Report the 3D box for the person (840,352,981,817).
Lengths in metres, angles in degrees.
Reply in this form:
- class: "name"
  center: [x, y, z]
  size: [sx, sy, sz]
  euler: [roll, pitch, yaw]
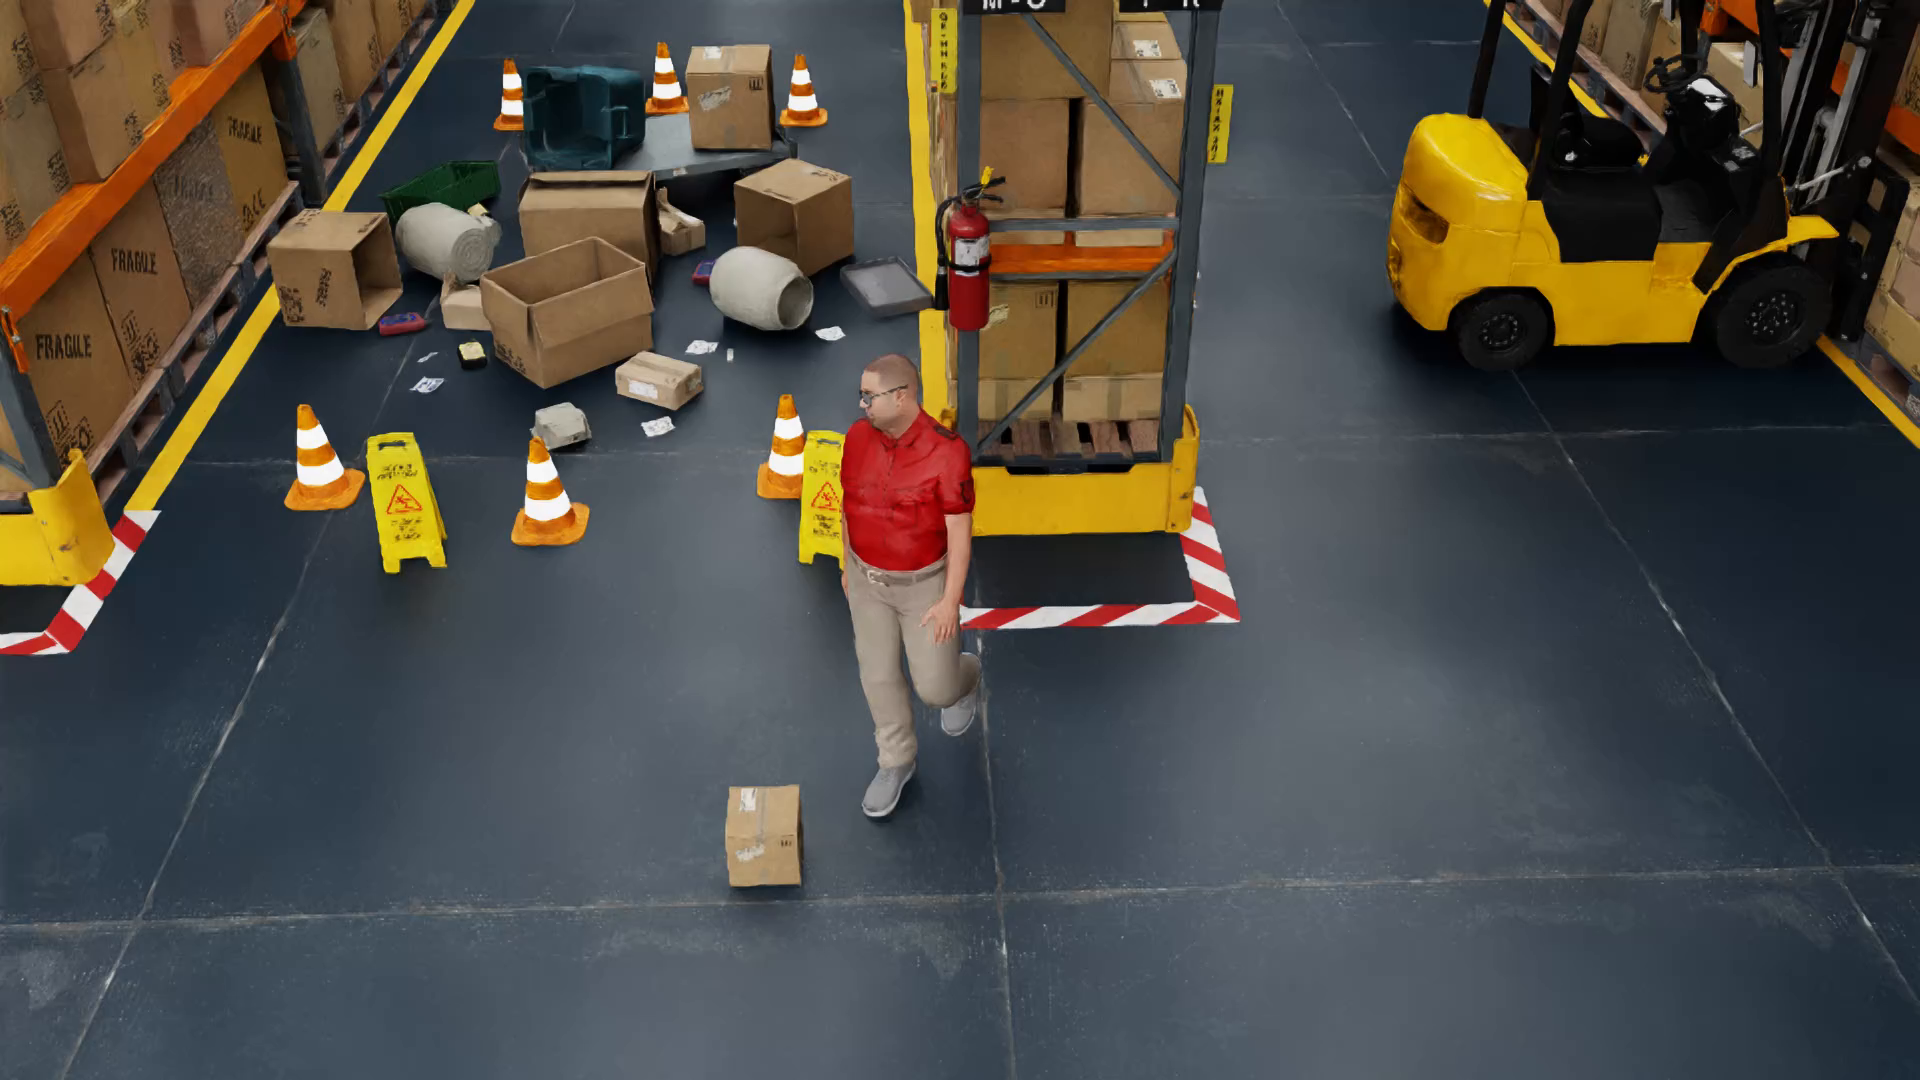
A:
- class: "person"
  center: [-0.212, 0.151, 5.970]
  size: [0.562, 1.707, 0.707]
  euler: [15, 38, 20]
